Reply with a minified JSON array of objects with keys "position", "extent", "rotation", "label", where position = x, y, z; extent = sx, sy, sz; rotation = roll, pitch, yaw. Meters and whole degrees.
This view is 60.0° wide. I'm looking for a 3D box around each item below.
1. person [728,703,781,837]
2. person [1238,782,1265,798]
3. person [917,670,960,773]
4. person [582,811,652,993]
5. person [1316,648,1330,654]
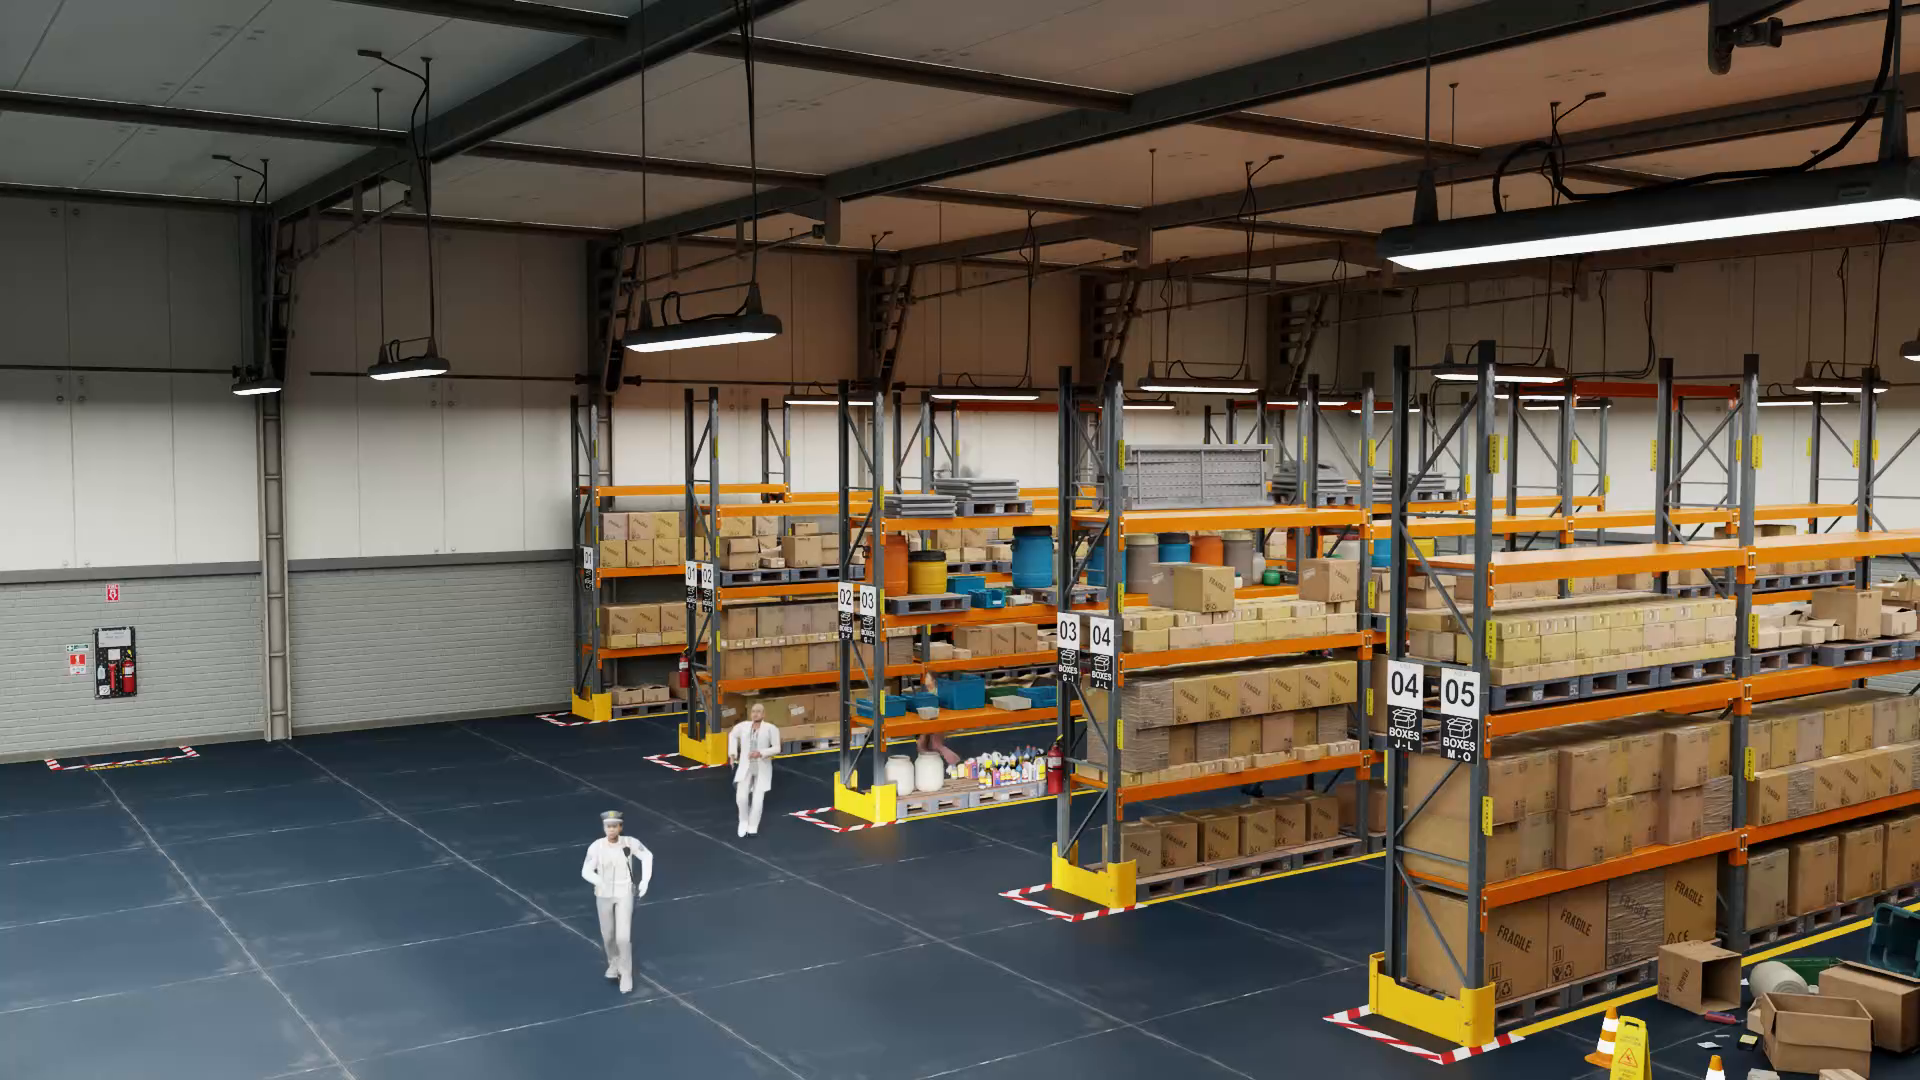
[{"position":[-2.673,2.990,21.591],"extent":[0.698,1.736,0.658],"rotation":[0,3,-2],"label":"person"},{"position":[3.969,3.044,22.423],"extent":[0.502,1.555,0.536],"rotation":[-3,5,-41],"label":"person"},{"position":[-0.364,2.813,25.223],"extent":[0.891,1.680,0.564],"rotation":[-2,4,-32],"label":"person"},{"position":[-3.231,3.393,15.653],"extent":[0.625,1.743,0.701],"rotation":[0,3,-5],"label":"person"},{"position":[7.005,2.377,31.887],"extent":[0.633,1.771,0.825],"rotation":[3,5,42],"label":"person"}]
